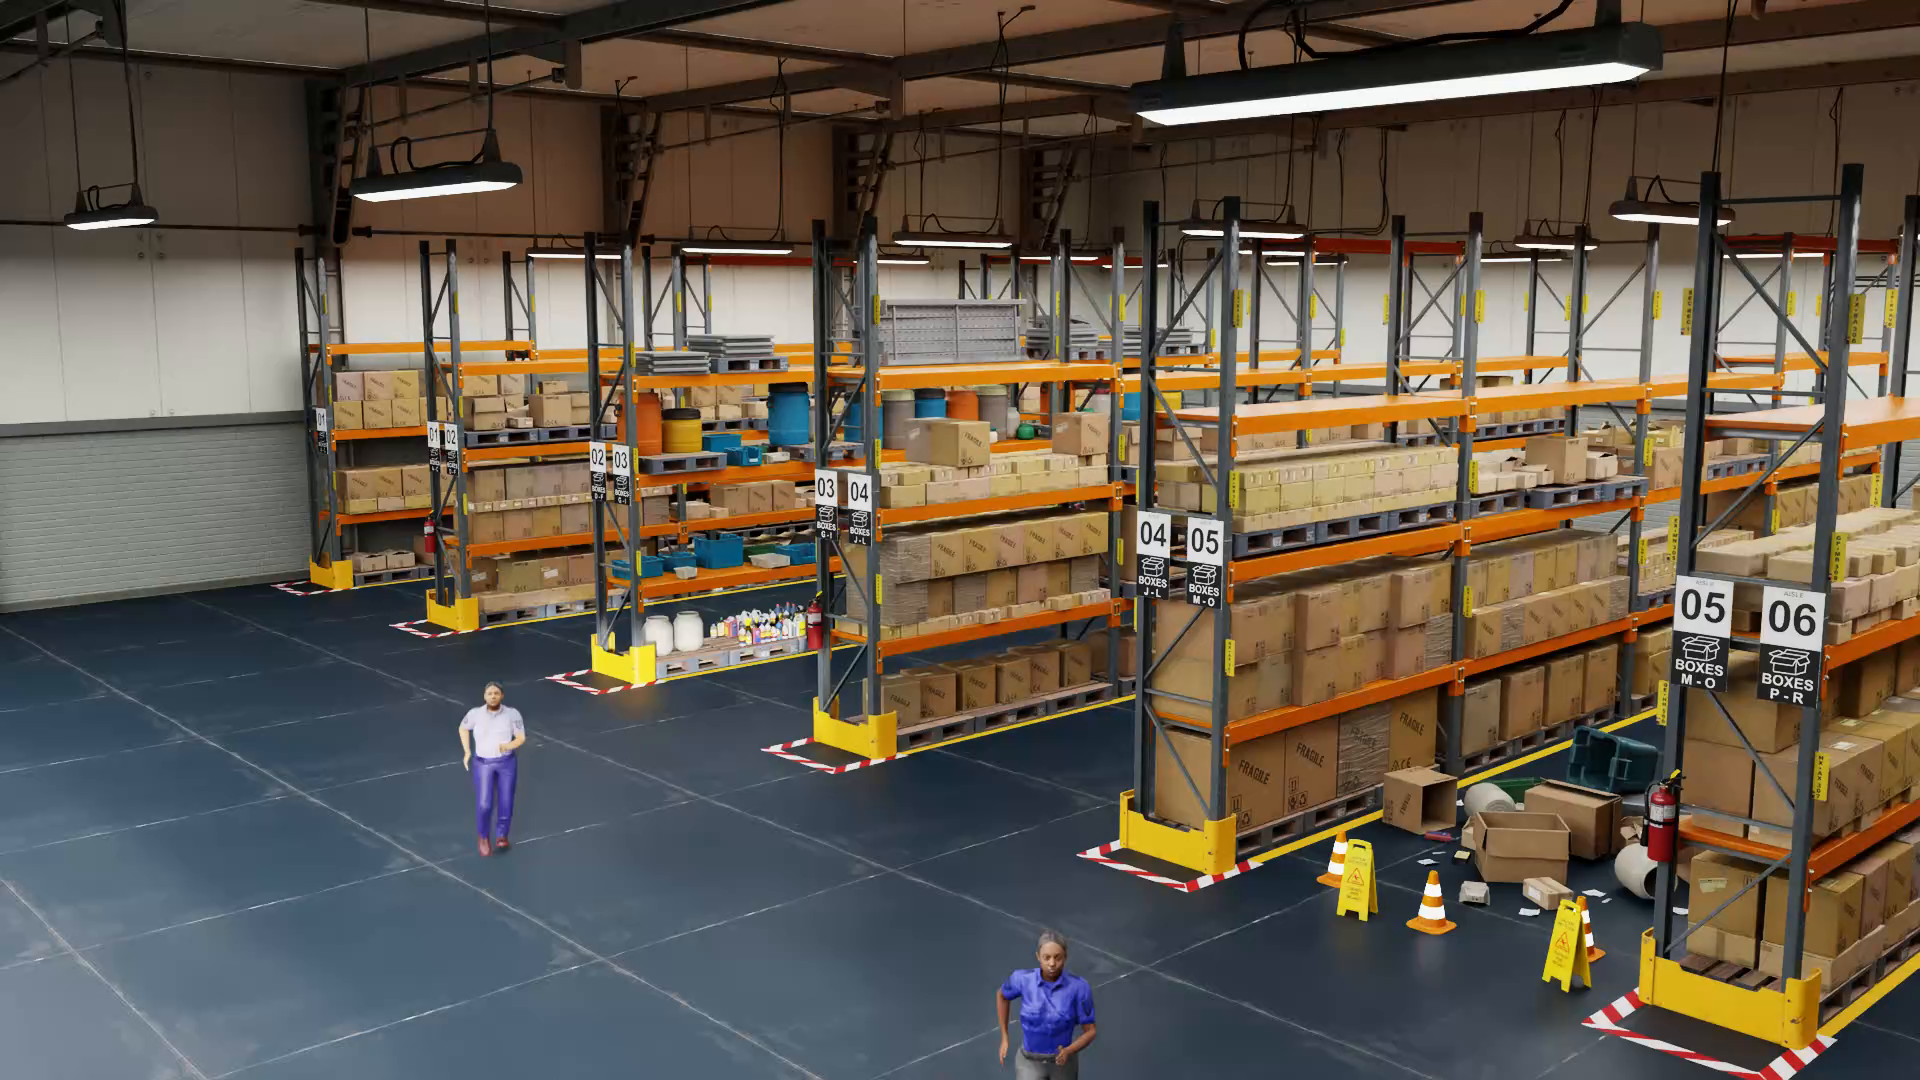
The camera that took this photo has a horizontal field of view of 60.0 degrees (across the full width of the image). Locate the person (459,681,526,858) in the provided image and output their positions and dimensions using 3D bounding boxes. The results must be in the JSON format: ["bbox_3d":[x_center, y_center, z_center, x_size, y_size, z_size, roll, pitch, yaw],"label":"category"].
[{"bbox_3d":[-4.301,2.126,15.368,0.578,1.629,0.660,-3,9,-19],"label":"person"}]

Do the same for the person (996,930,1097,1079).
[{"bbox_3d":[0.489,3.011,9.351,0.536,1.677,0.801,0,8,-3],"label":"person"}]
